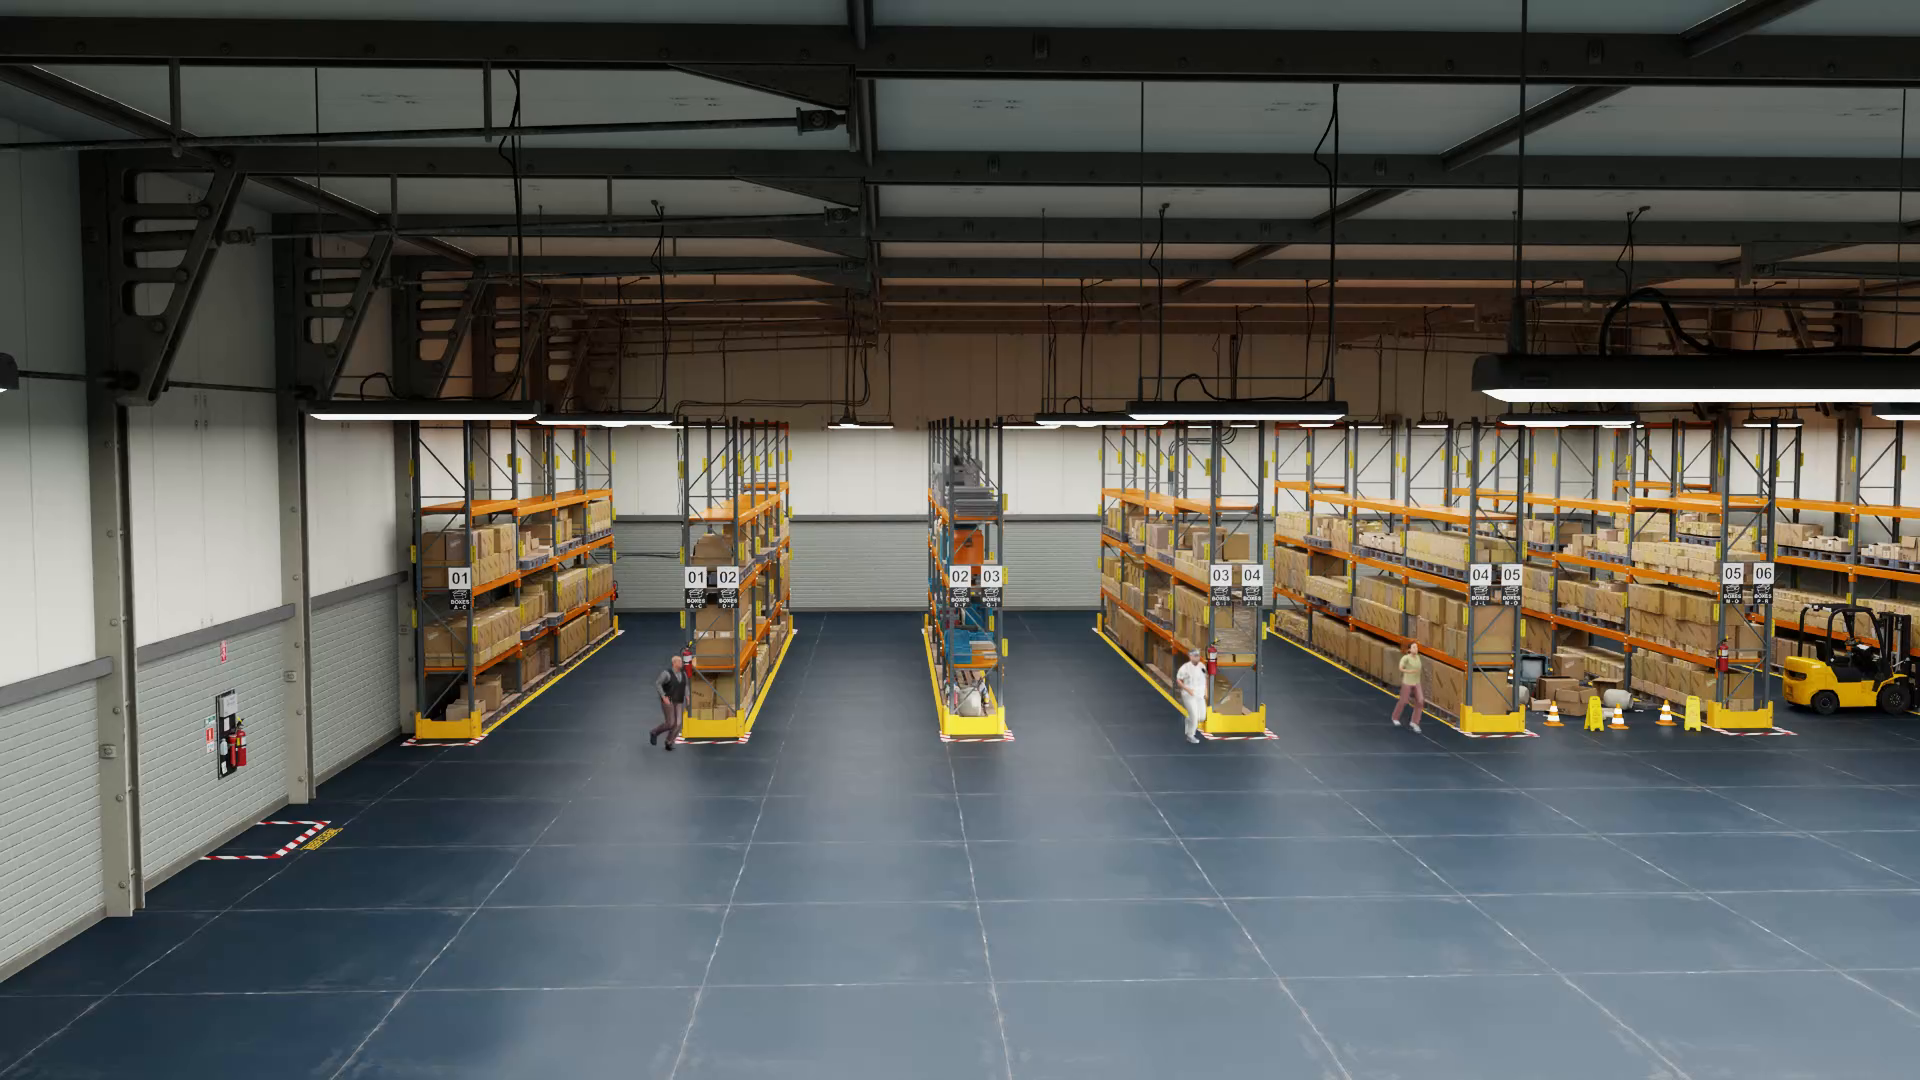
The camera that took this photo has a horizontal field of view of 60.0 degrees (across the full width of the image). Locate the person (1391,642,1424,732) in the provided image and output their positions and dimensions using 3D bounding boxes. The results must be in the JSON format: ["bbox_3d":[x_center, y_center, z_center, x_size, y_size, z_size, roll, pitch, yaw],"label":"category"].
[{"bbox_3d":[8.655,2.798,31.987,0.572,1.714,0.777,-1,4,-20],"label":"person"}]

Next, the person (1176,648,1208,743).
[{"bbox_3d":[4.304,2.848,30.765,0.678,1.742,0.619,-2,4,-27],"label":"person"}]

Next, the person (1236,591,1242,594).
[{"bbox_3d":[7.876,1.931,45.746,0.748,1.710,1.067,0,4,0],"label":"person"}]

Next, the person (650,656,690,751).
[{"bbox_3d":[-5.197,2.932,30.052,0.588,1.669,0.725,3,5,41],"label":"person"}]
